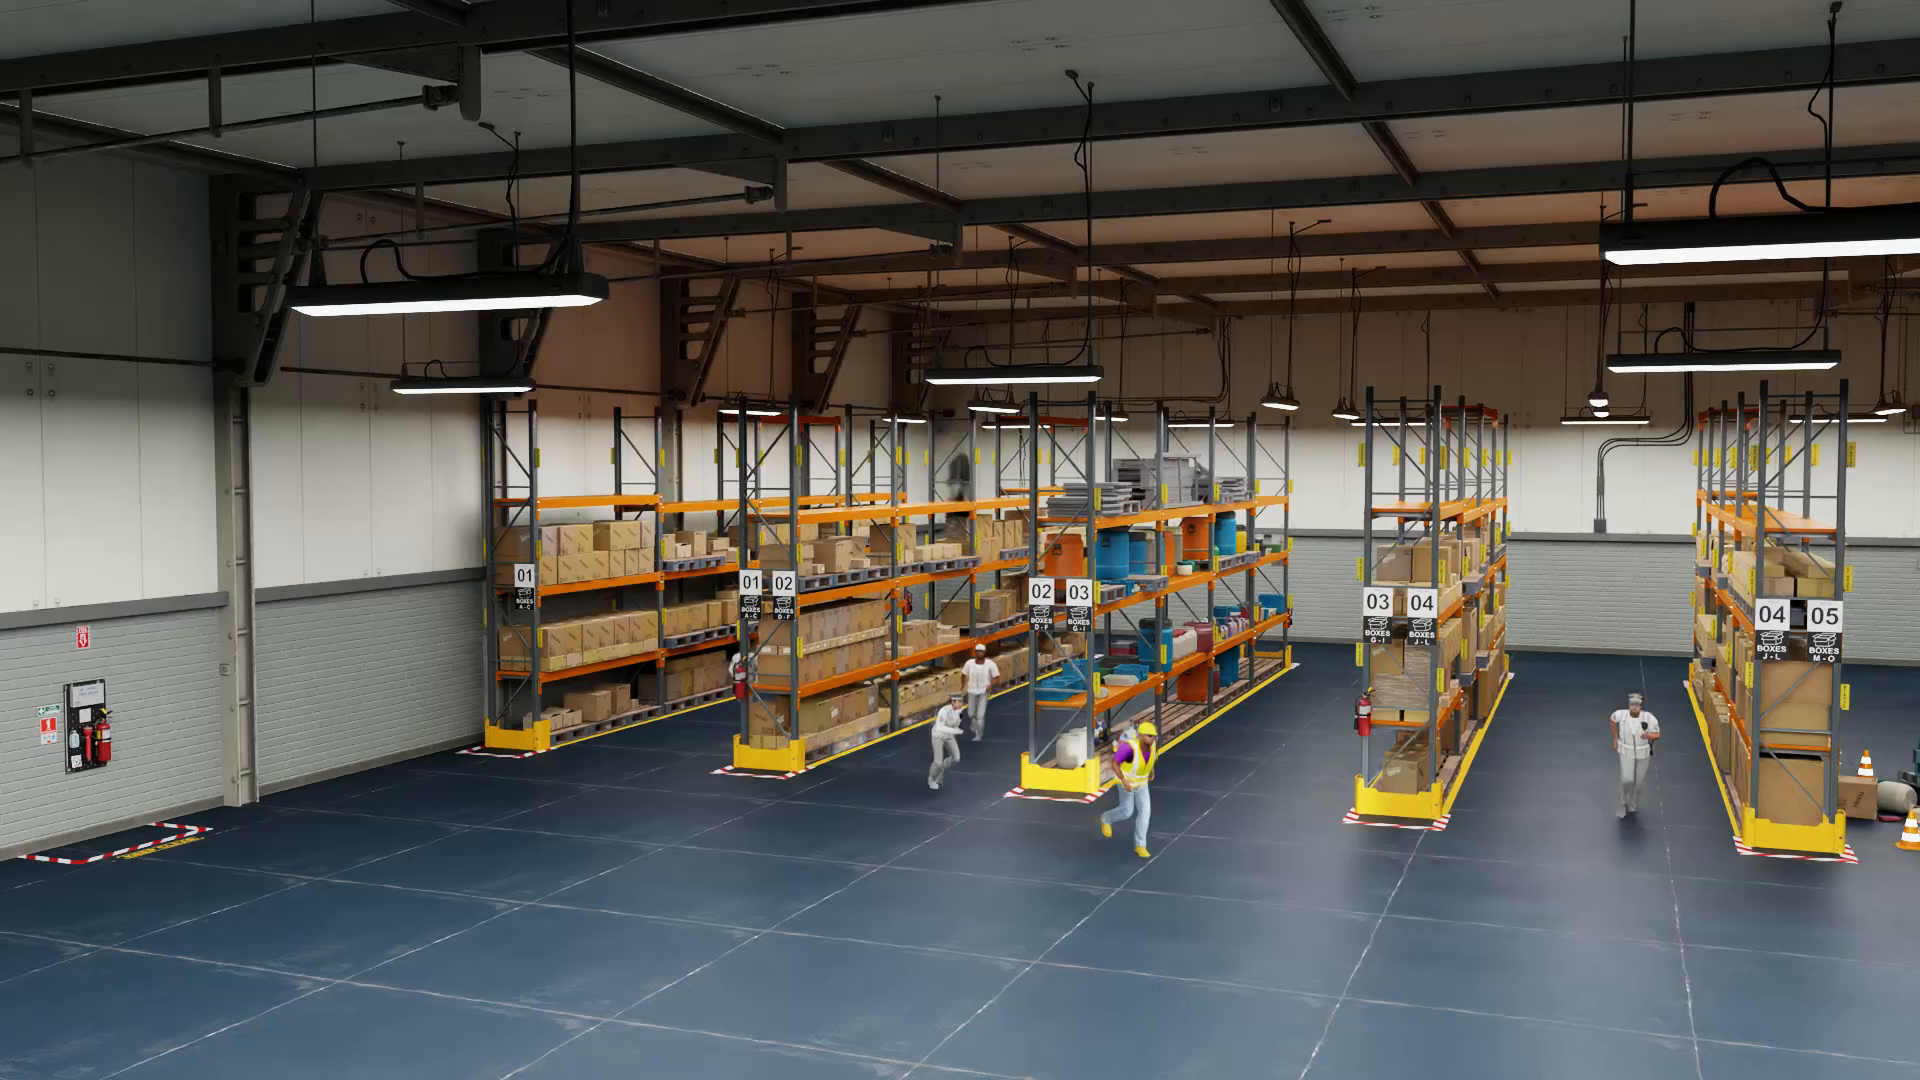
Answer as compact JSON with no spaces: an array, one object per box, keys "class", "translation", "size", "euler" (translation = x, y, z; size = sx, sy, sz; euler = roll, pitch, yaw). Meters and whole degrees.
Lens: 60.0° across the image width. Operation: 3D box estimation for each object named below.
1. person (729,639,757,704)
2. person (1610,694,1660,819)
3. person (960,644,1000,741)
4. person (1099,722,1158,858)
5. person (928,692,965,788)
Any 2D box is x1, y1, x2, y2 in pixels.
[{"class":"person","translation":[-3.998,2.646,30.854],"size":[0.614,1.657,0.542],"euler":[0,3,4]},{"class":"person","translation":[9.354,2.997,23.056],"size":[0.627,1.793,0.859],"euler":[1,3,17]},{"class":"person","translation":[0.349,2.697,29.458],"size":[0.717,1.717,0.591],"euler":[1,3,11]},{"class":"person","translation":[2.157,3.131,21.187],"size":[0.720,1.713,1.021],"euler":[-2,4,-39]},{"class":"person","translation":[-0.161,3.012,25.089],"size":[0.643,1.506,0.840],"euler":[-3,4,-42]}]
